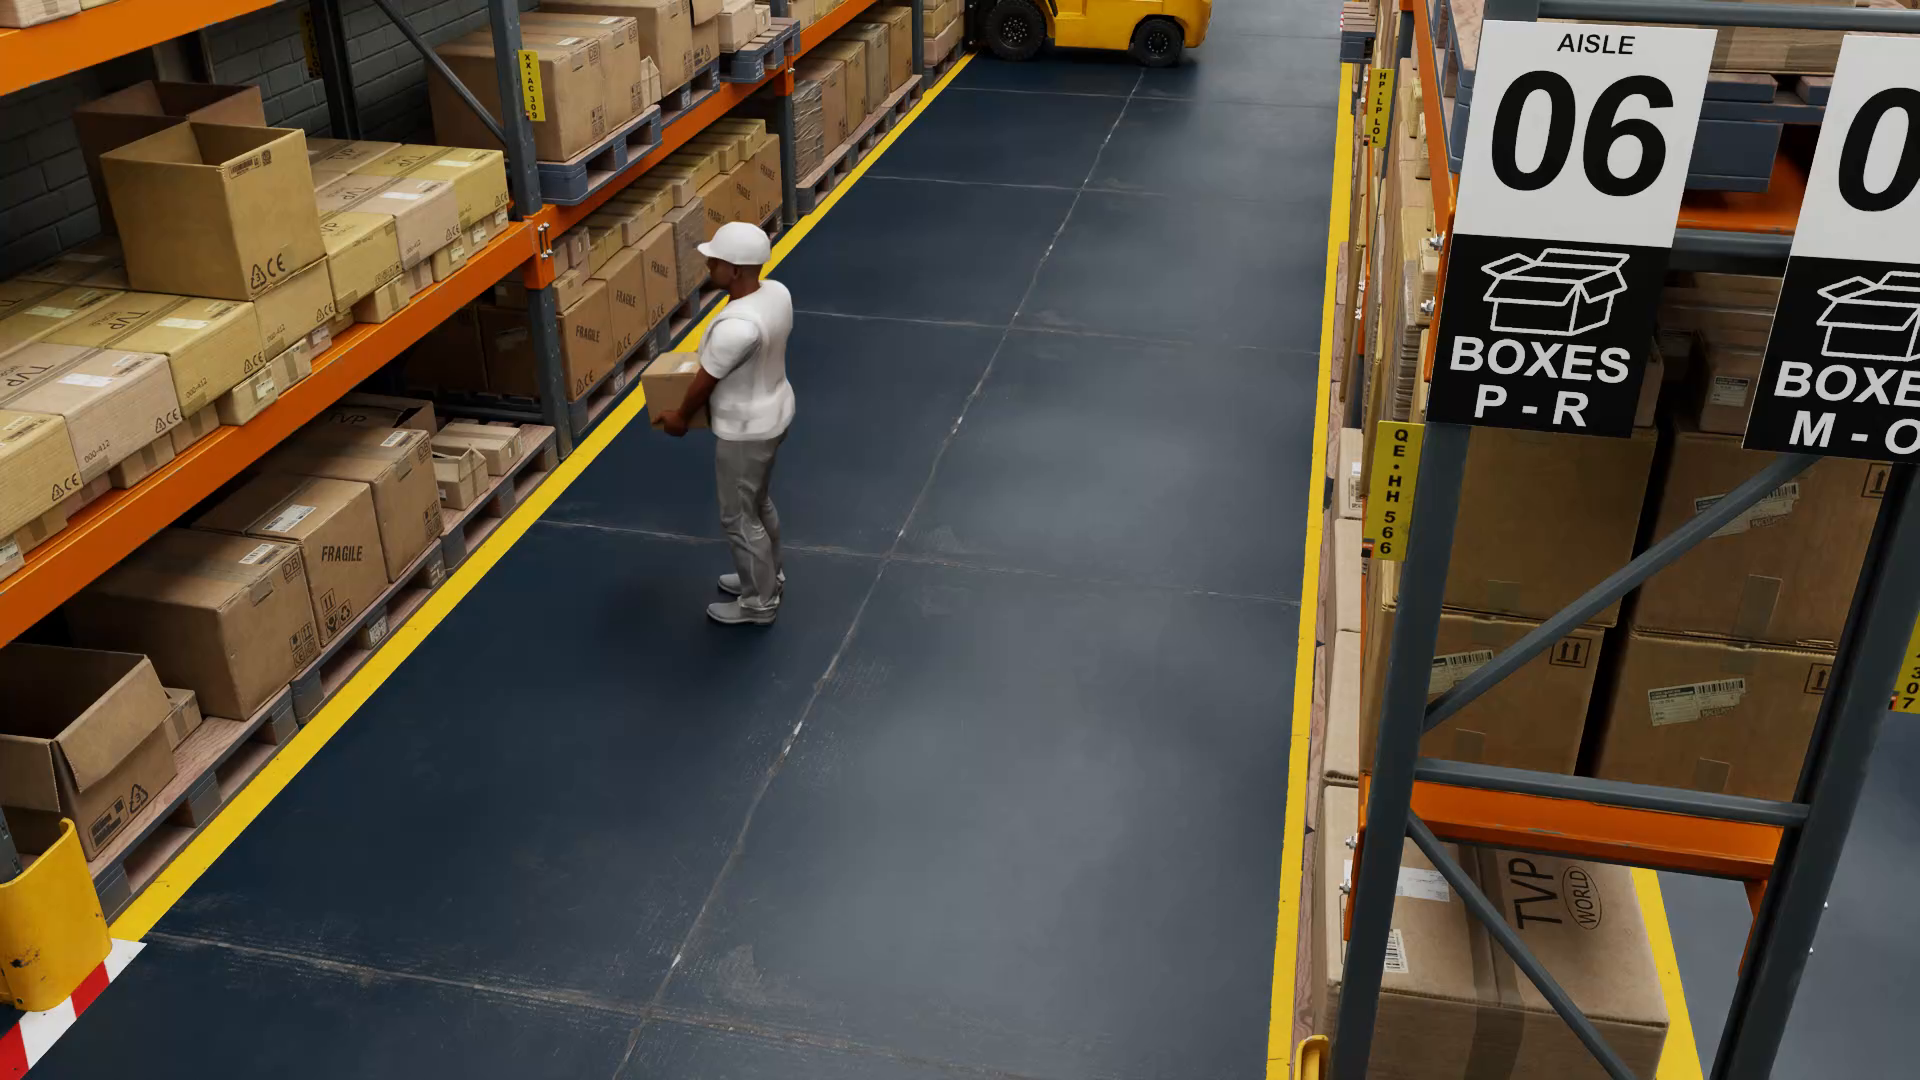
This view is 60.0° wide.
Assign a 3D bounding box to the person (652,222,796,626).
[{"bbox_3d":[-0.985,-0.487,6.993,0.557,1.763,0.505,6,29,10],"label":"person"}]
